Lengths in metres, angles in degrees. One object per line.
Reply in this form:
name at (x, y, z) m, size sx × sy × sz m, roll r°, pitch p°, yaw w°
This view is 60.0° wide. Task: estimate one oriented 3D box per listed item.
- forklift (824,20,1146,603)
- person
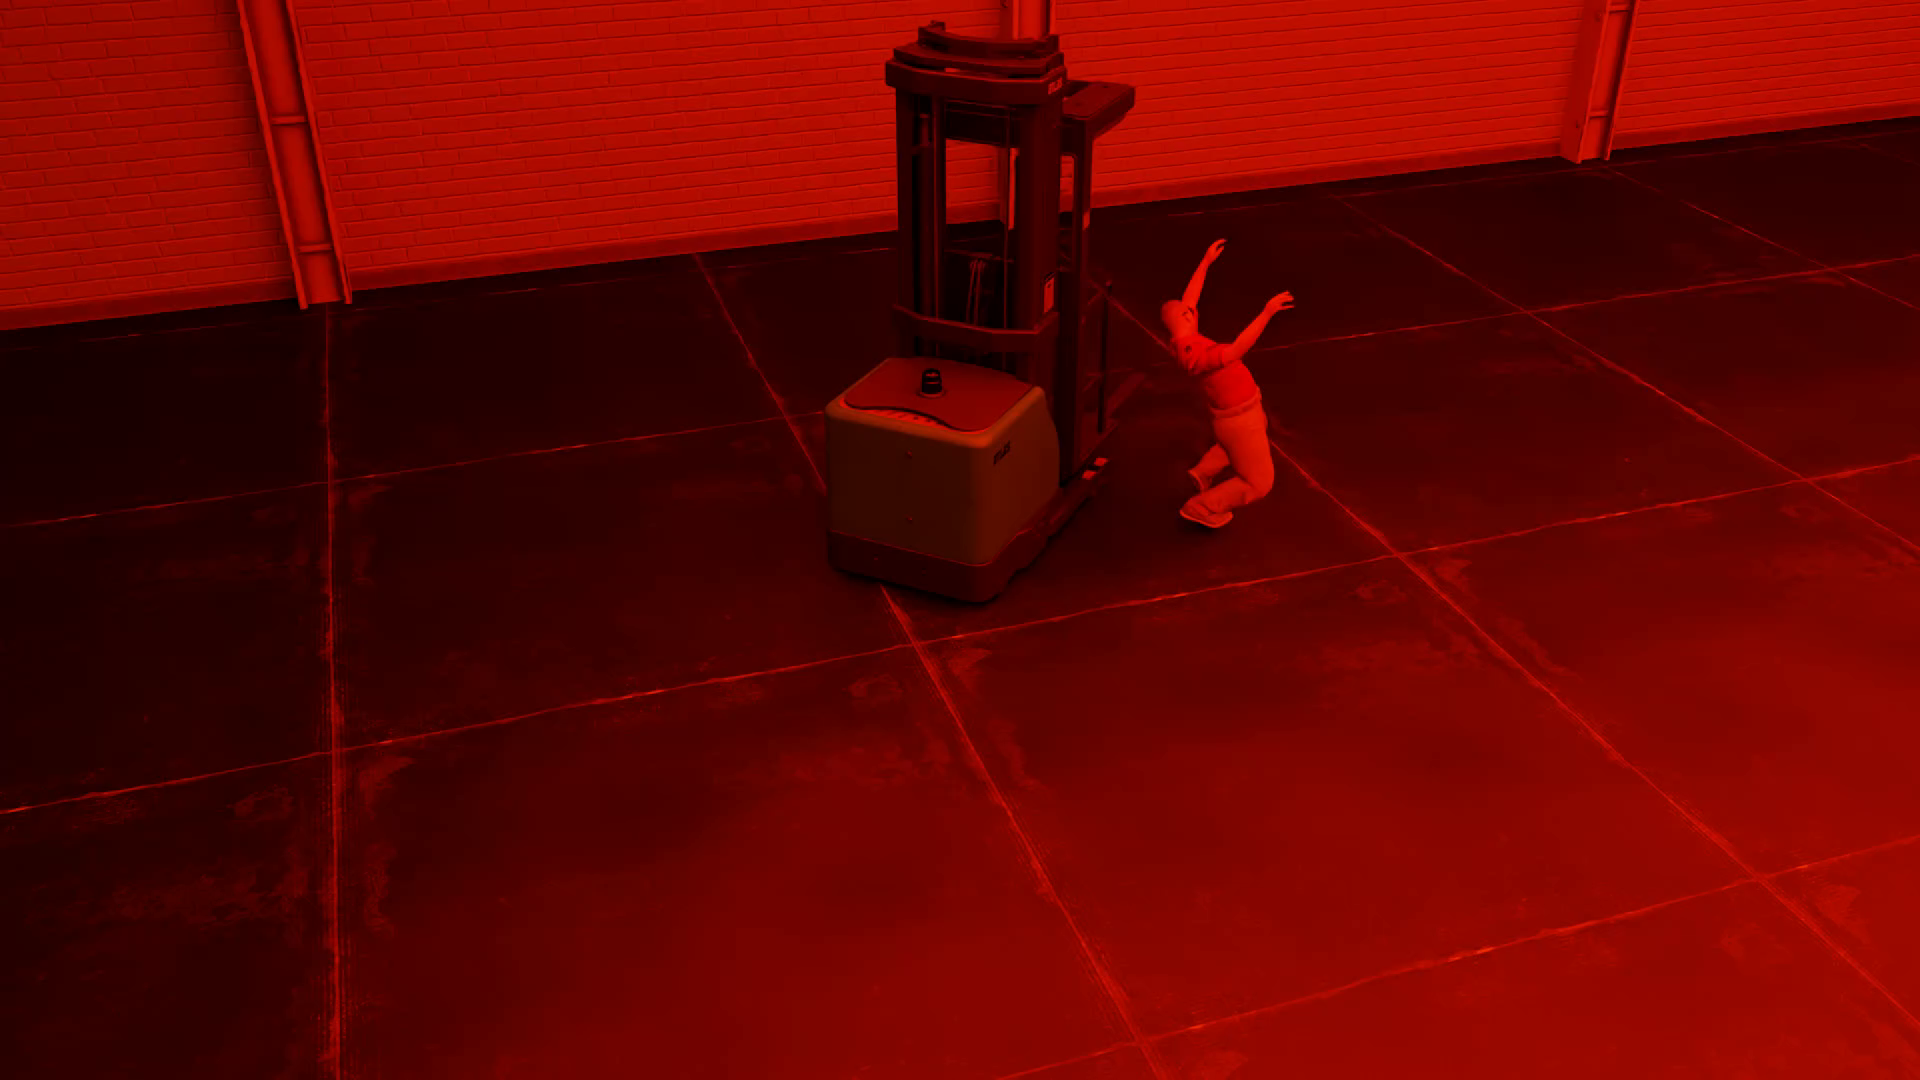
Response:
forklift at (0.333, -1.633, 9.925) m, size 1.130 × 2.935 × 3.031 m, roll 14°, pitch 33°, yaw 22°
person at (1.537, -0.864, 9.933) m, size 0.752 × 1.645 × 0.961 m, roll -2°, pitch 30°, yaw -3°
